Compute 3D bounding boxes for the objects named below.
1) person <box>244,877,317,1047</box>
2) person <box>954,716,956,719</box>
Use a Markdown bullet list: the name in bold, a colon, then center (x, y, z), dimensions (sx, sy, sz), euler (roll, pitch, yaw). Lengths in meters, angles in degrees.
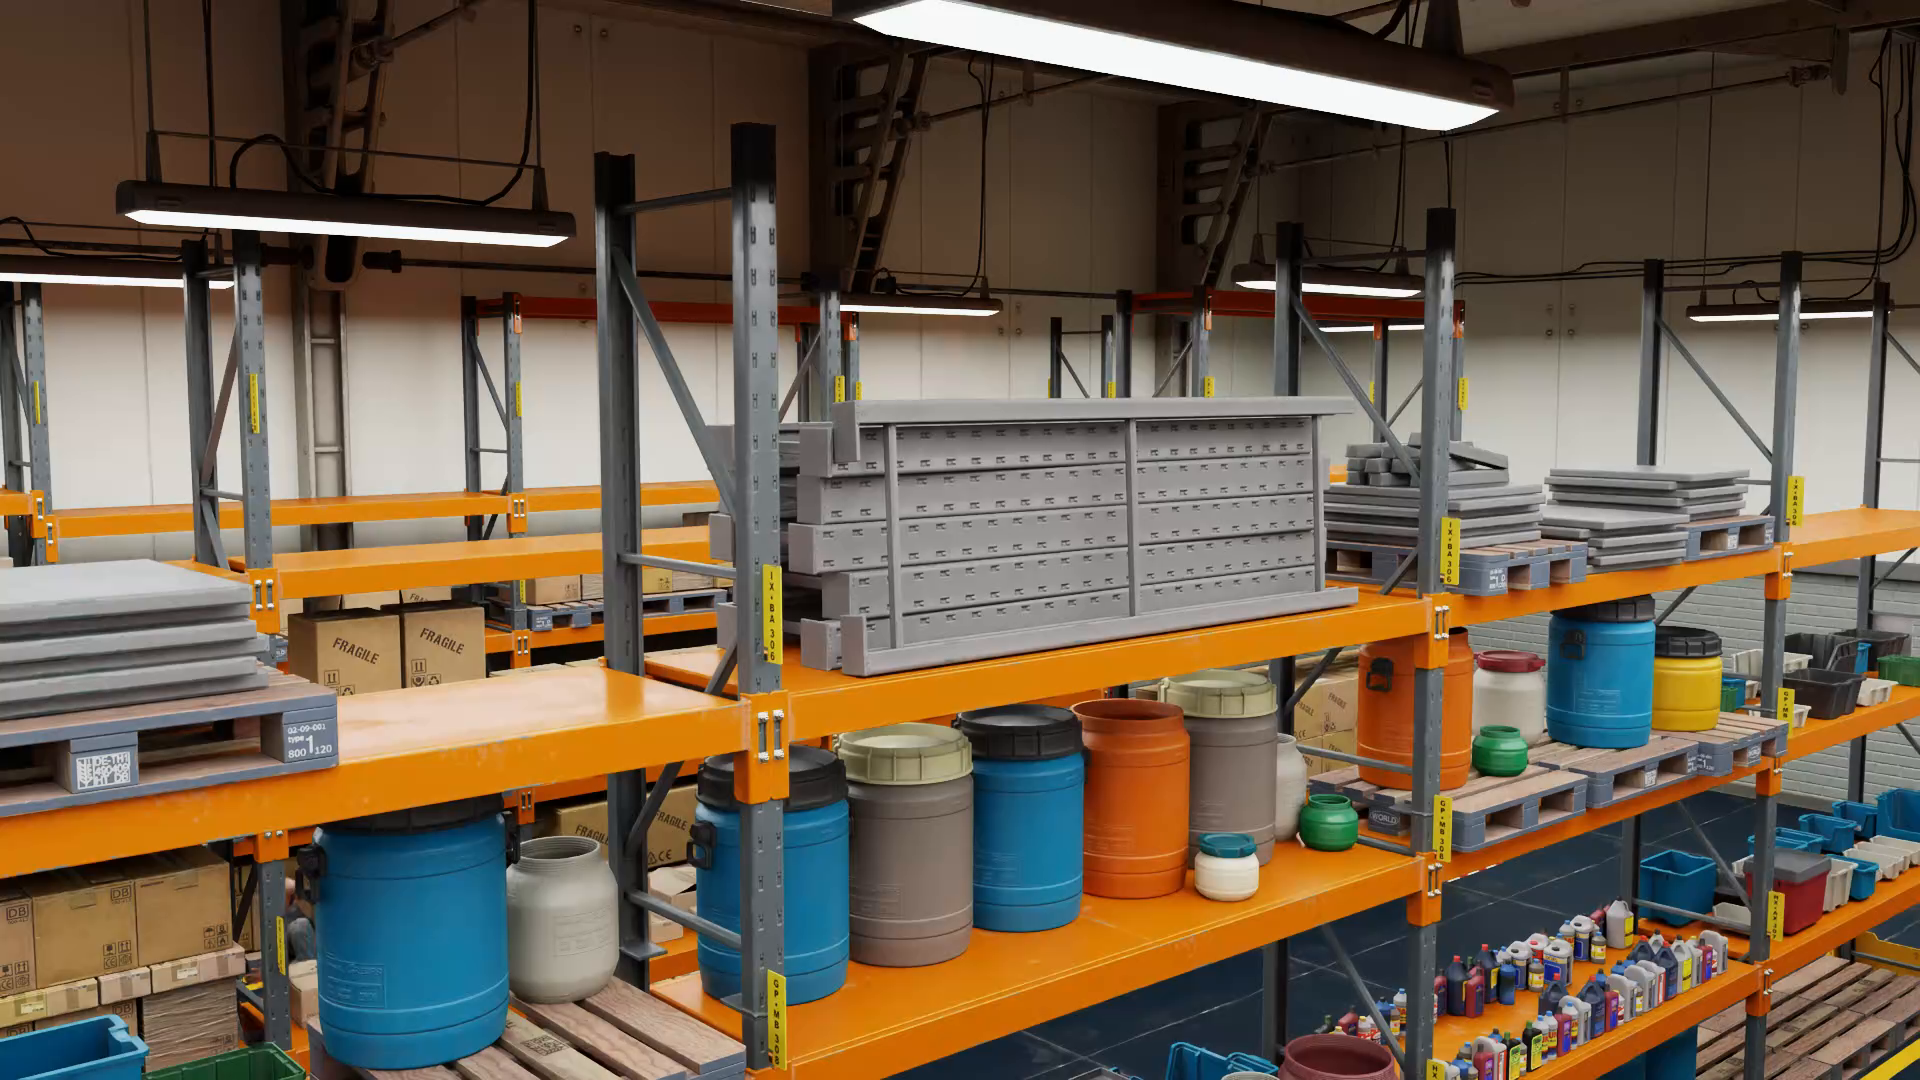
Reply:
- **person**: center (-4.771, 3.210, 11.783), dimensions (0.628, 1.679, 0.661), euler (-5, 7, -43)
- **person**: center (0.078, 2.525, 16.246), dimensions (0.719, 1.682, 0.600), euler (-5, 7, -41)
